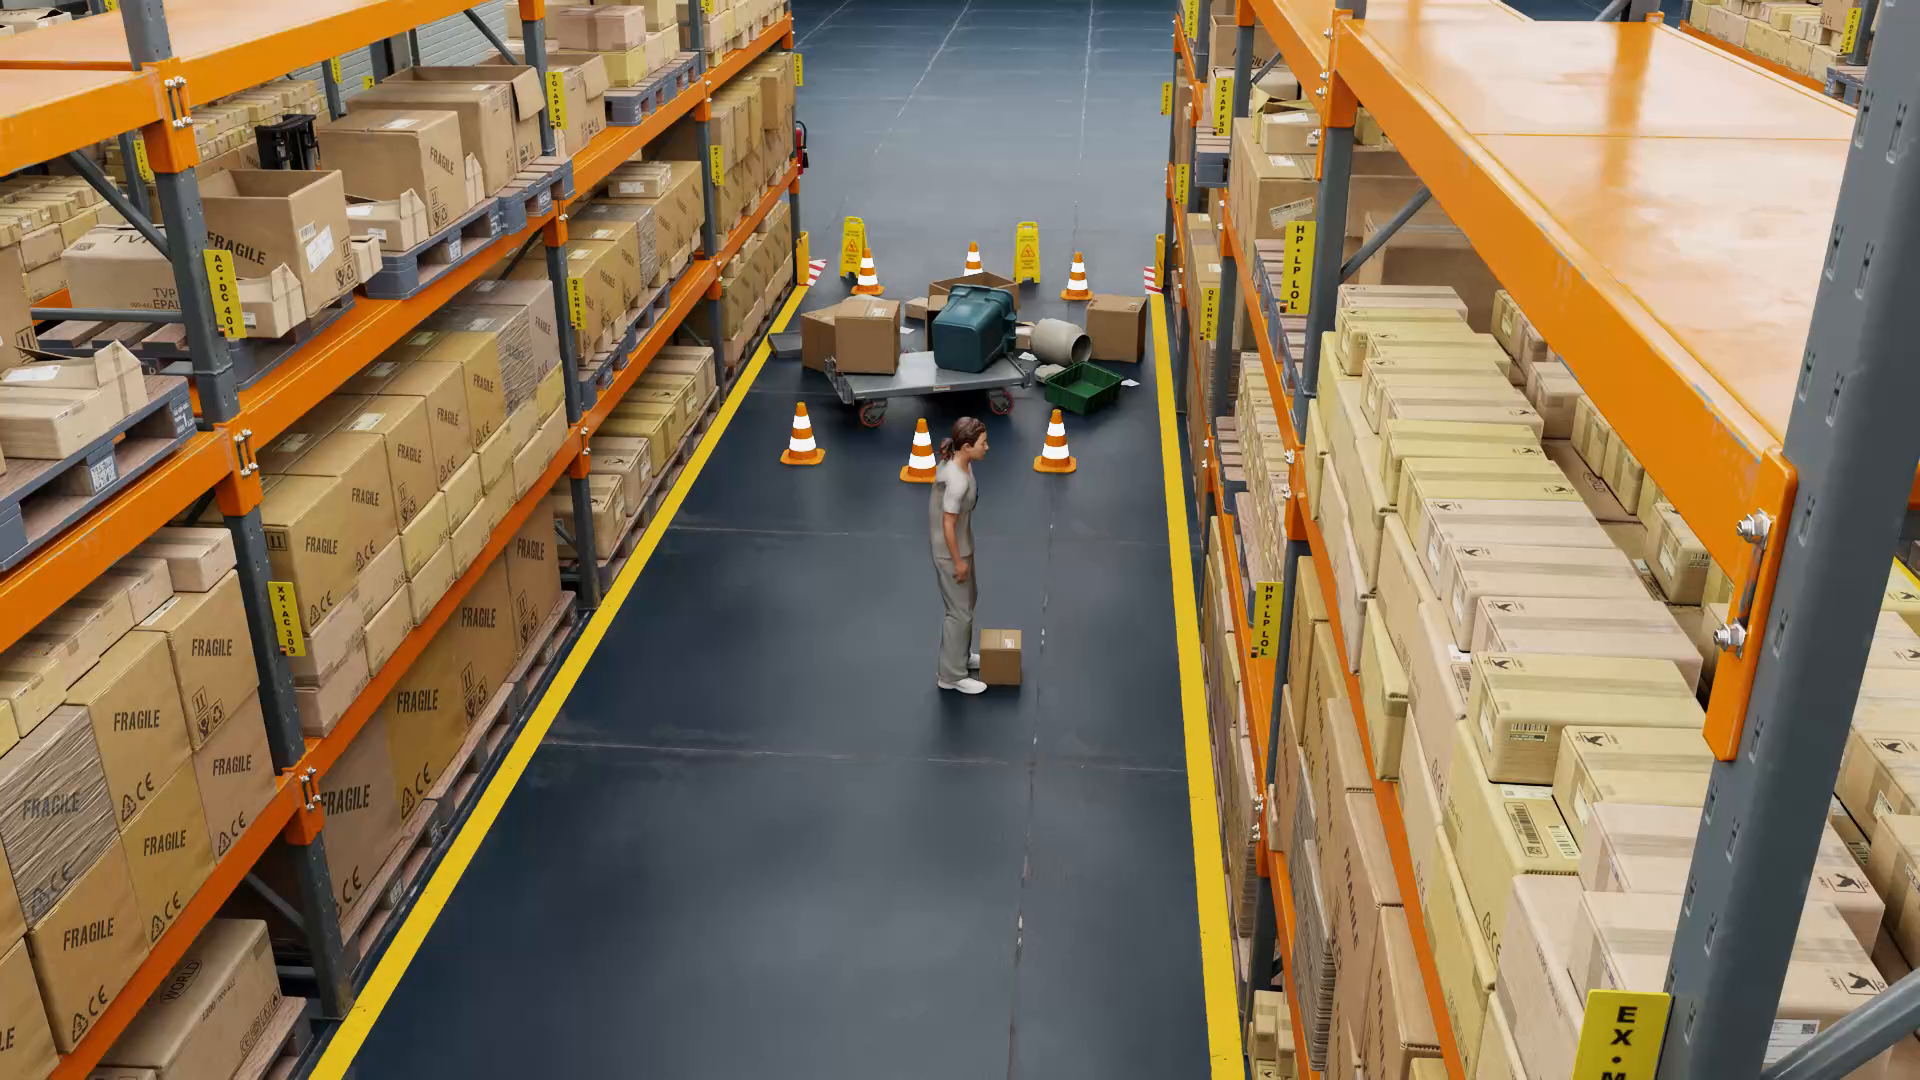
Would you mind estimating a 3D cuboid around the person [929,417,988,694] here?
[{"bbox_3d":[-0.003,0.067,9.850,0.360,1.672,0.484,2,25,4],"label":"person"}]
